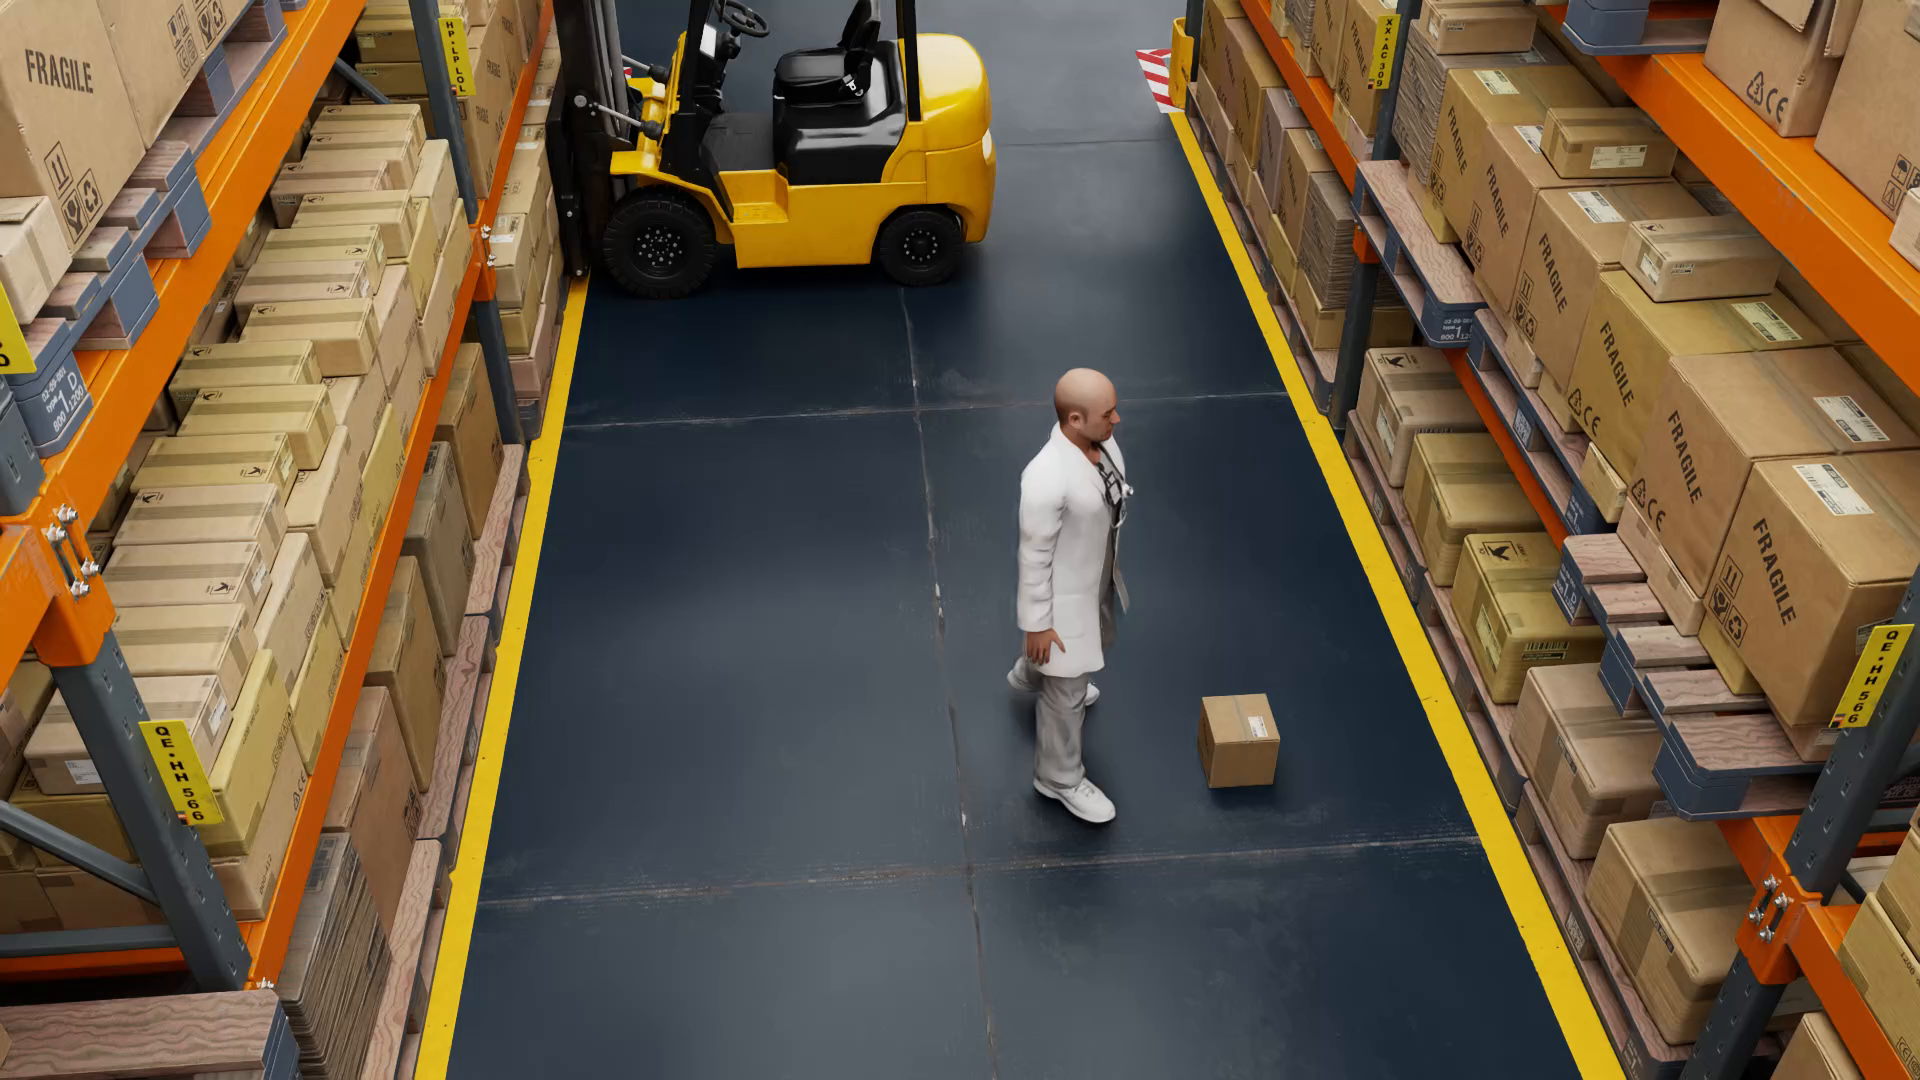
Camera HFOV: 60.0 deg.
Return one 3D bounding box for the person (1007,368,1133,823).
[{"bbox_3d":[0.397,0.146,5.960,0.660,1.775,0.691,18,42,21],"label":"person"}]
